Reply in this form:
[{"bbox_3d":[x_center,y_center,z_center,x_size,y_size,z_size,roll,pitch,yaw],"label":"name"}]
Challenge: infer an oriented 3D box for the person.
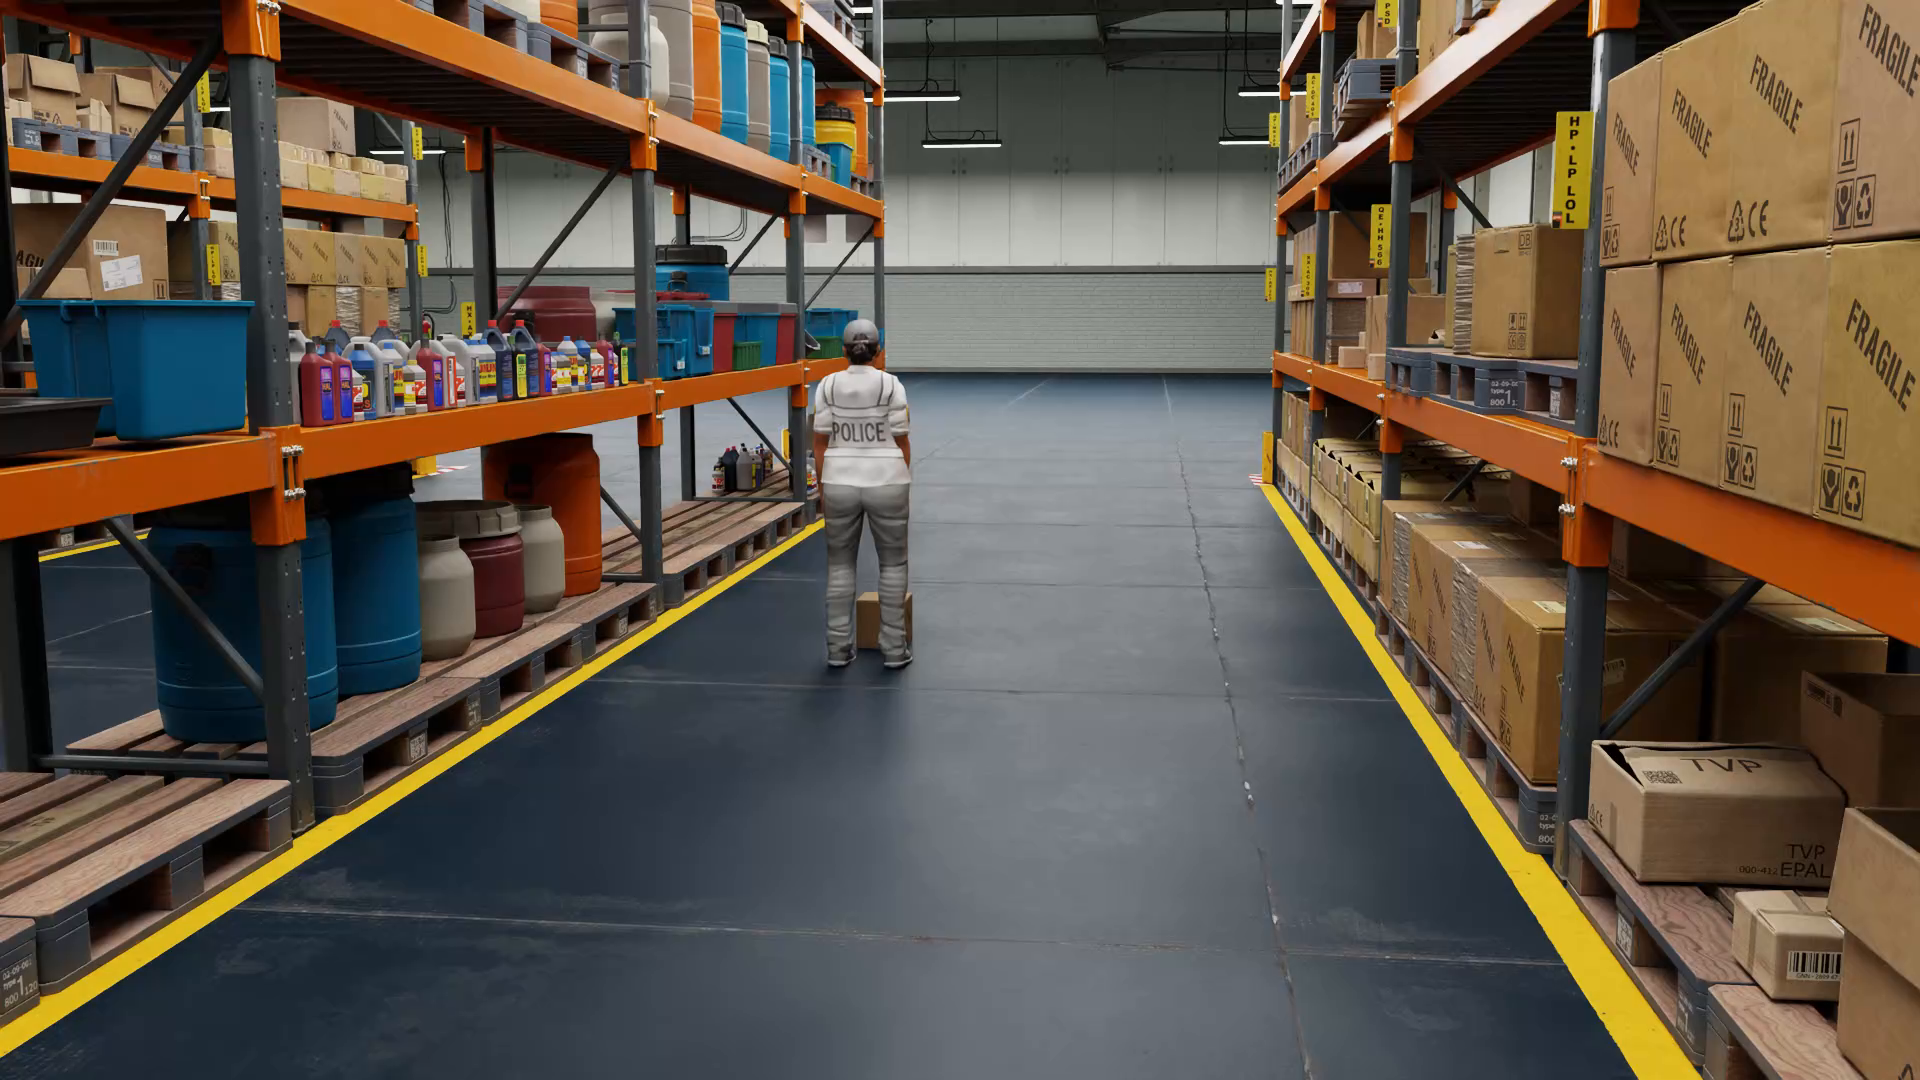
[{"bbox_3d":[-0.463,-0.220,7.950,0.469,1.659,0.390,1,8,7],"label":"person"}]
